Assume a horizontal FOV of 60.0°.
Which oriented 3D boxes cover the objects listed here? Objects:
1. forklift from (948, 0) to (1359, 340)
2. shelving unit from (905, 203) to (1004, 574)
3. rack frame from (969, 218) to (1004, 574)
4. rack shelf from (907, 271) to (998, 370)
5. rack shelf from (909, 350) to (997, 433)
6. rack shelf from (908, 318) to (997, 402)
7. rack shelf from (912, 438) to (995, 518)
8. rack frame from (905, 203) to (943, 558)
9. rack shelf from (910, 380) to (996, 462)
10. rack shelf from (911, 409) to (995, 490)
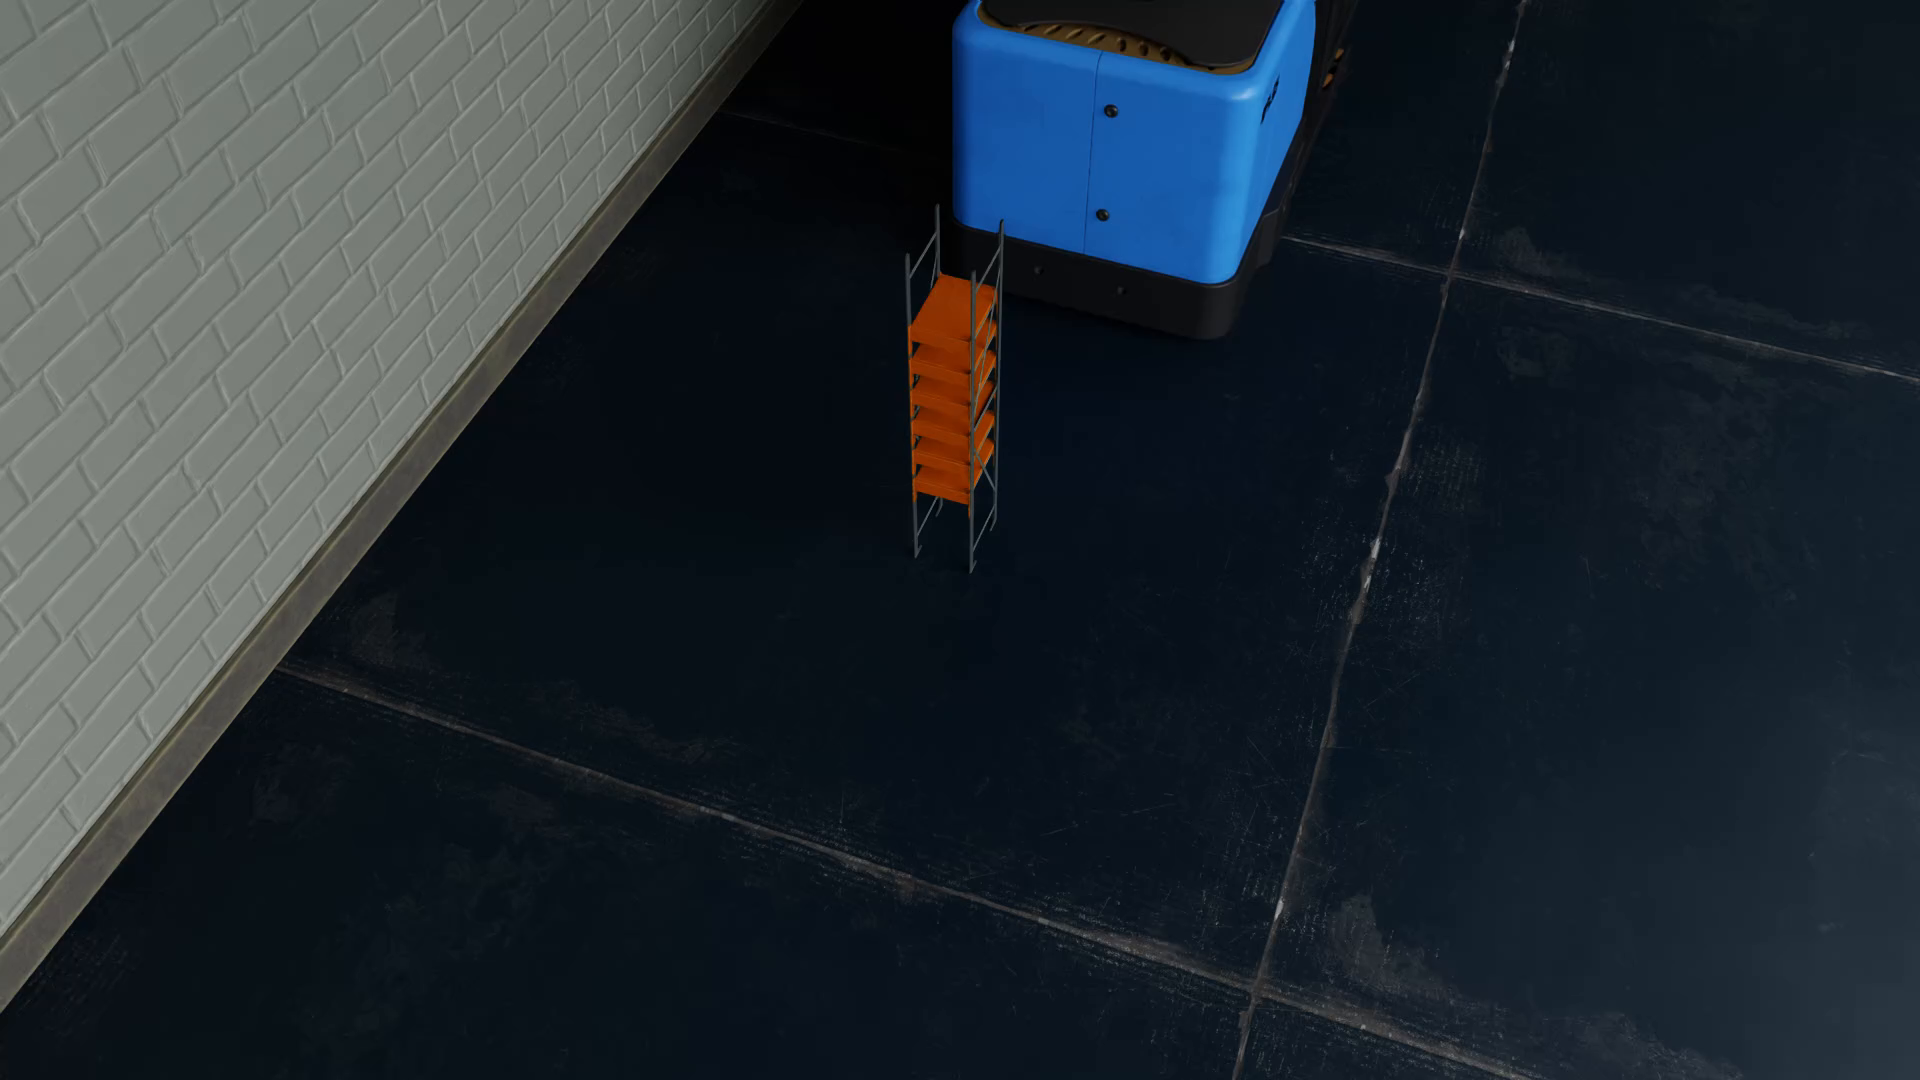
[{"bbox_3d":[0.960,-2.791,5.729,1.130,2.935,3.031,16,51,14],"label":"forklift"},{"bbox_3d":[-0.014,-0.397,4.800,0.189,1.200,0.258,16,51,13],"label":"shelving unit"},{"bbox_3d":[0.072,-0.373,4.779,0.006,1.200,0.240,16,51,13],"label":"rack frame"},{"bbox_3d":[-0.014,-0.603,4.561,0.180,0.103,0.258,16,51,13],"label":"rack shelf"},{"bbox_3d":[-0.014,-0.446,4.743,0.180,0.103,0.258,16,51,13],"label":"rack shelf"},{"bbox_3d":[-0.014,-0.525,4.652,0.180,0.103,0.258,16,51,13],"label":"rack shelf"},{"bbox_3d":[-0.014,-0.210,5.015,0.180,0.103,0.258,16,51,13],"label":"rack shelf"},{"bbox_3d":[-0.099,-0.421,4.821,0.006,1.200,0.240,16,51,13],"label":"rack frame"},{"bbox_3d":[-0.014,-0.368,4.833,0.180,0.103,0.258,16,51,13],"label":"rack shelf"},{"bbox_3d":[-0.014,-0.289,4.924,0.180,0.103,0.258,16,51,13],"label":"rack shelf"}]
